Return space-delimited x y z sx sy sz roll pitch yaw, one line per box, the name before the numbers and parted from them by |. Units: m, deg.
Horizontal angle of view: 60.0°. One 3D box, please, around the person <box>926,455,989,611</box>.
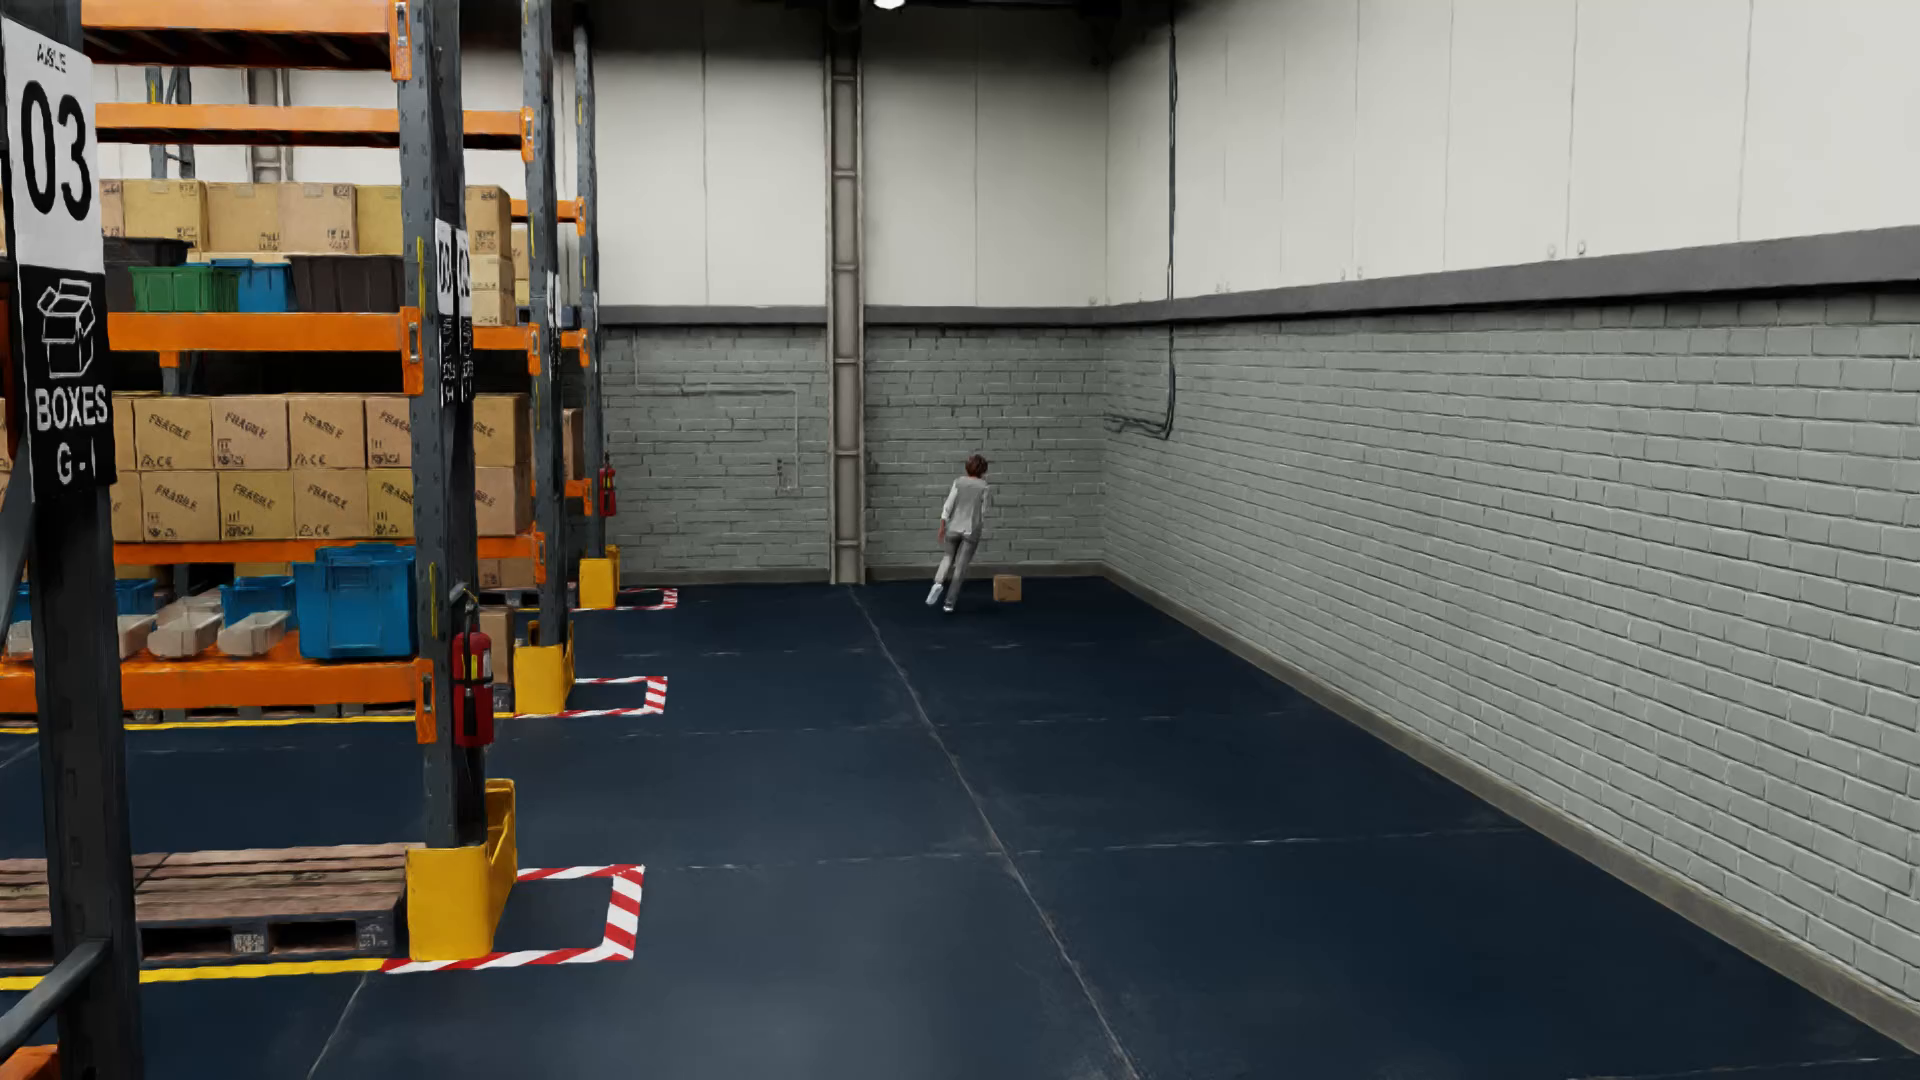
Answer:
person | -0.013 -0.041 16.573 0.612 1.509 0.449 1 7 11
